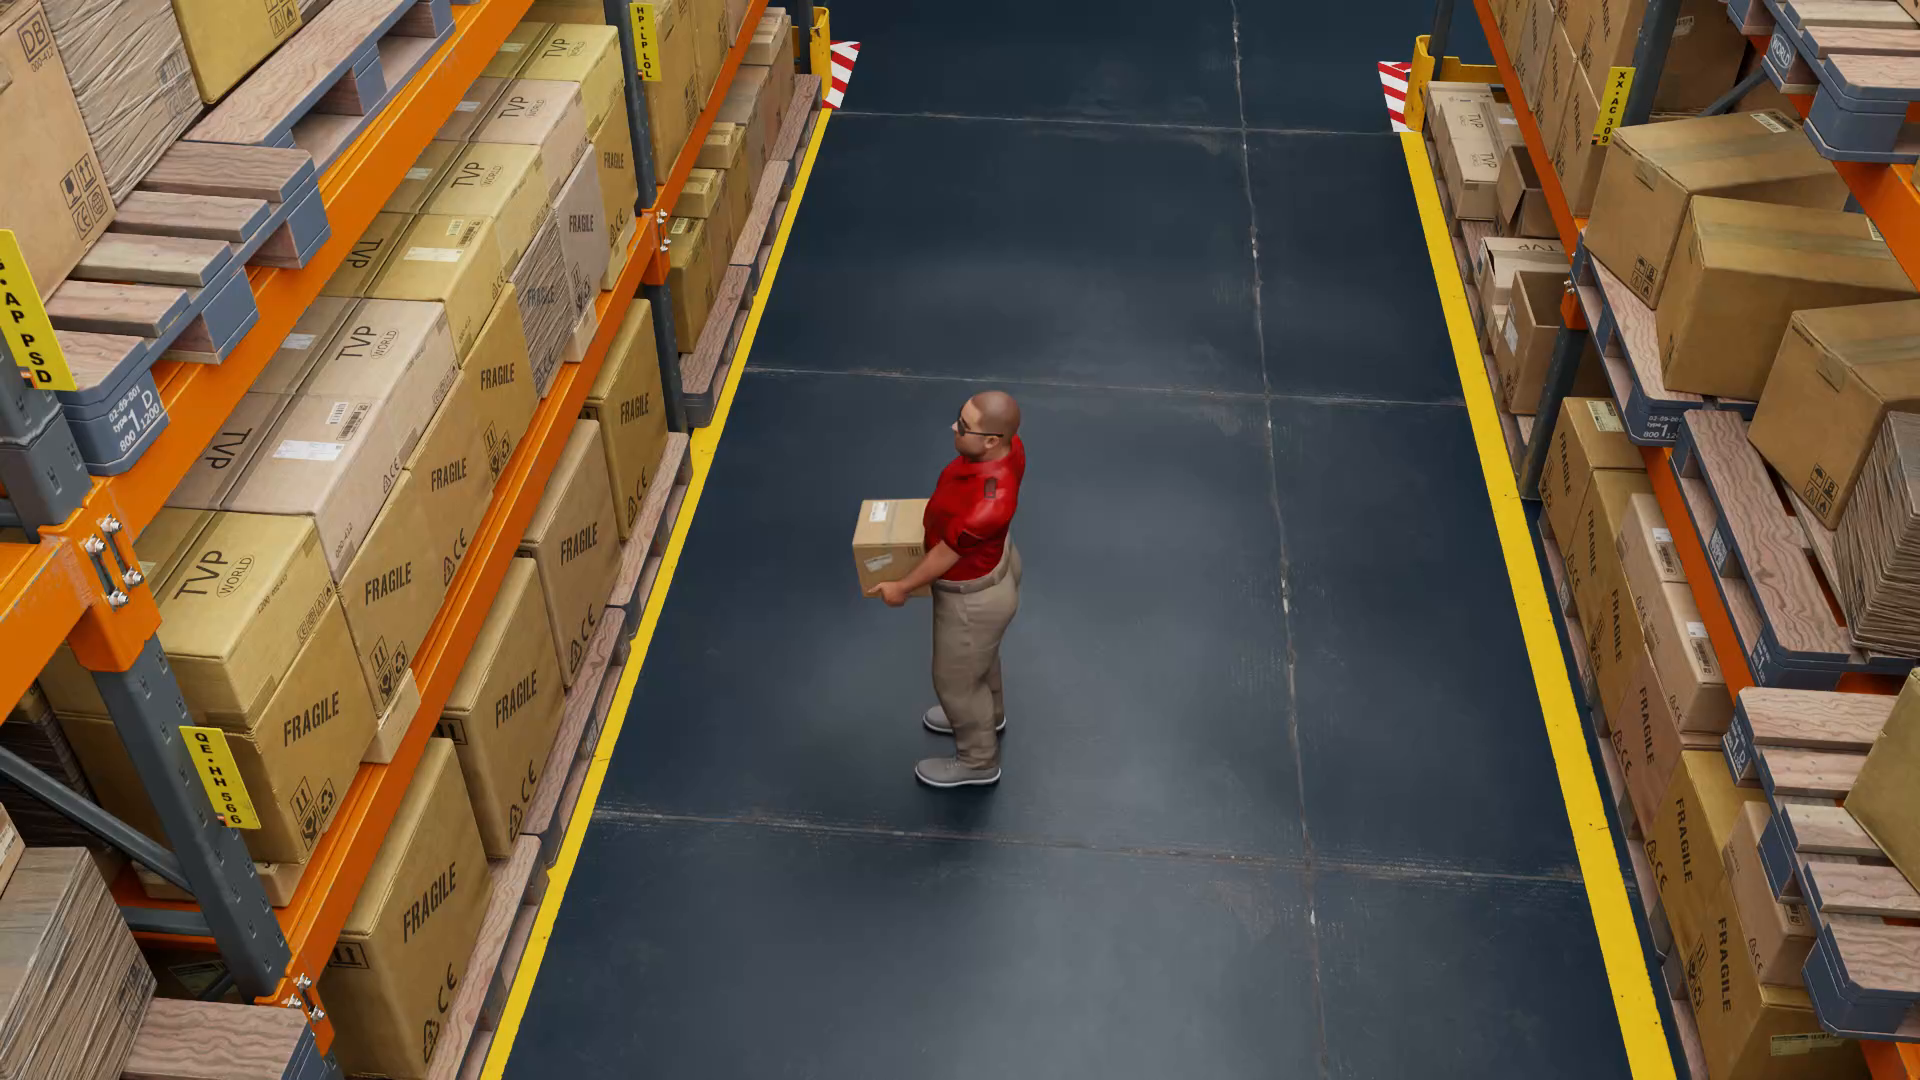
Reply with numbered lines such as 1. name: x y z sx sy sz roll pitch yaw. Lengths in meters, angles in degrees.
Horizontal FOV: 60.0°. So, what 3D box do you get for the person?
1. person: -0.049 0.171 5.974 0.530 1.716 0.495 4 40 5
